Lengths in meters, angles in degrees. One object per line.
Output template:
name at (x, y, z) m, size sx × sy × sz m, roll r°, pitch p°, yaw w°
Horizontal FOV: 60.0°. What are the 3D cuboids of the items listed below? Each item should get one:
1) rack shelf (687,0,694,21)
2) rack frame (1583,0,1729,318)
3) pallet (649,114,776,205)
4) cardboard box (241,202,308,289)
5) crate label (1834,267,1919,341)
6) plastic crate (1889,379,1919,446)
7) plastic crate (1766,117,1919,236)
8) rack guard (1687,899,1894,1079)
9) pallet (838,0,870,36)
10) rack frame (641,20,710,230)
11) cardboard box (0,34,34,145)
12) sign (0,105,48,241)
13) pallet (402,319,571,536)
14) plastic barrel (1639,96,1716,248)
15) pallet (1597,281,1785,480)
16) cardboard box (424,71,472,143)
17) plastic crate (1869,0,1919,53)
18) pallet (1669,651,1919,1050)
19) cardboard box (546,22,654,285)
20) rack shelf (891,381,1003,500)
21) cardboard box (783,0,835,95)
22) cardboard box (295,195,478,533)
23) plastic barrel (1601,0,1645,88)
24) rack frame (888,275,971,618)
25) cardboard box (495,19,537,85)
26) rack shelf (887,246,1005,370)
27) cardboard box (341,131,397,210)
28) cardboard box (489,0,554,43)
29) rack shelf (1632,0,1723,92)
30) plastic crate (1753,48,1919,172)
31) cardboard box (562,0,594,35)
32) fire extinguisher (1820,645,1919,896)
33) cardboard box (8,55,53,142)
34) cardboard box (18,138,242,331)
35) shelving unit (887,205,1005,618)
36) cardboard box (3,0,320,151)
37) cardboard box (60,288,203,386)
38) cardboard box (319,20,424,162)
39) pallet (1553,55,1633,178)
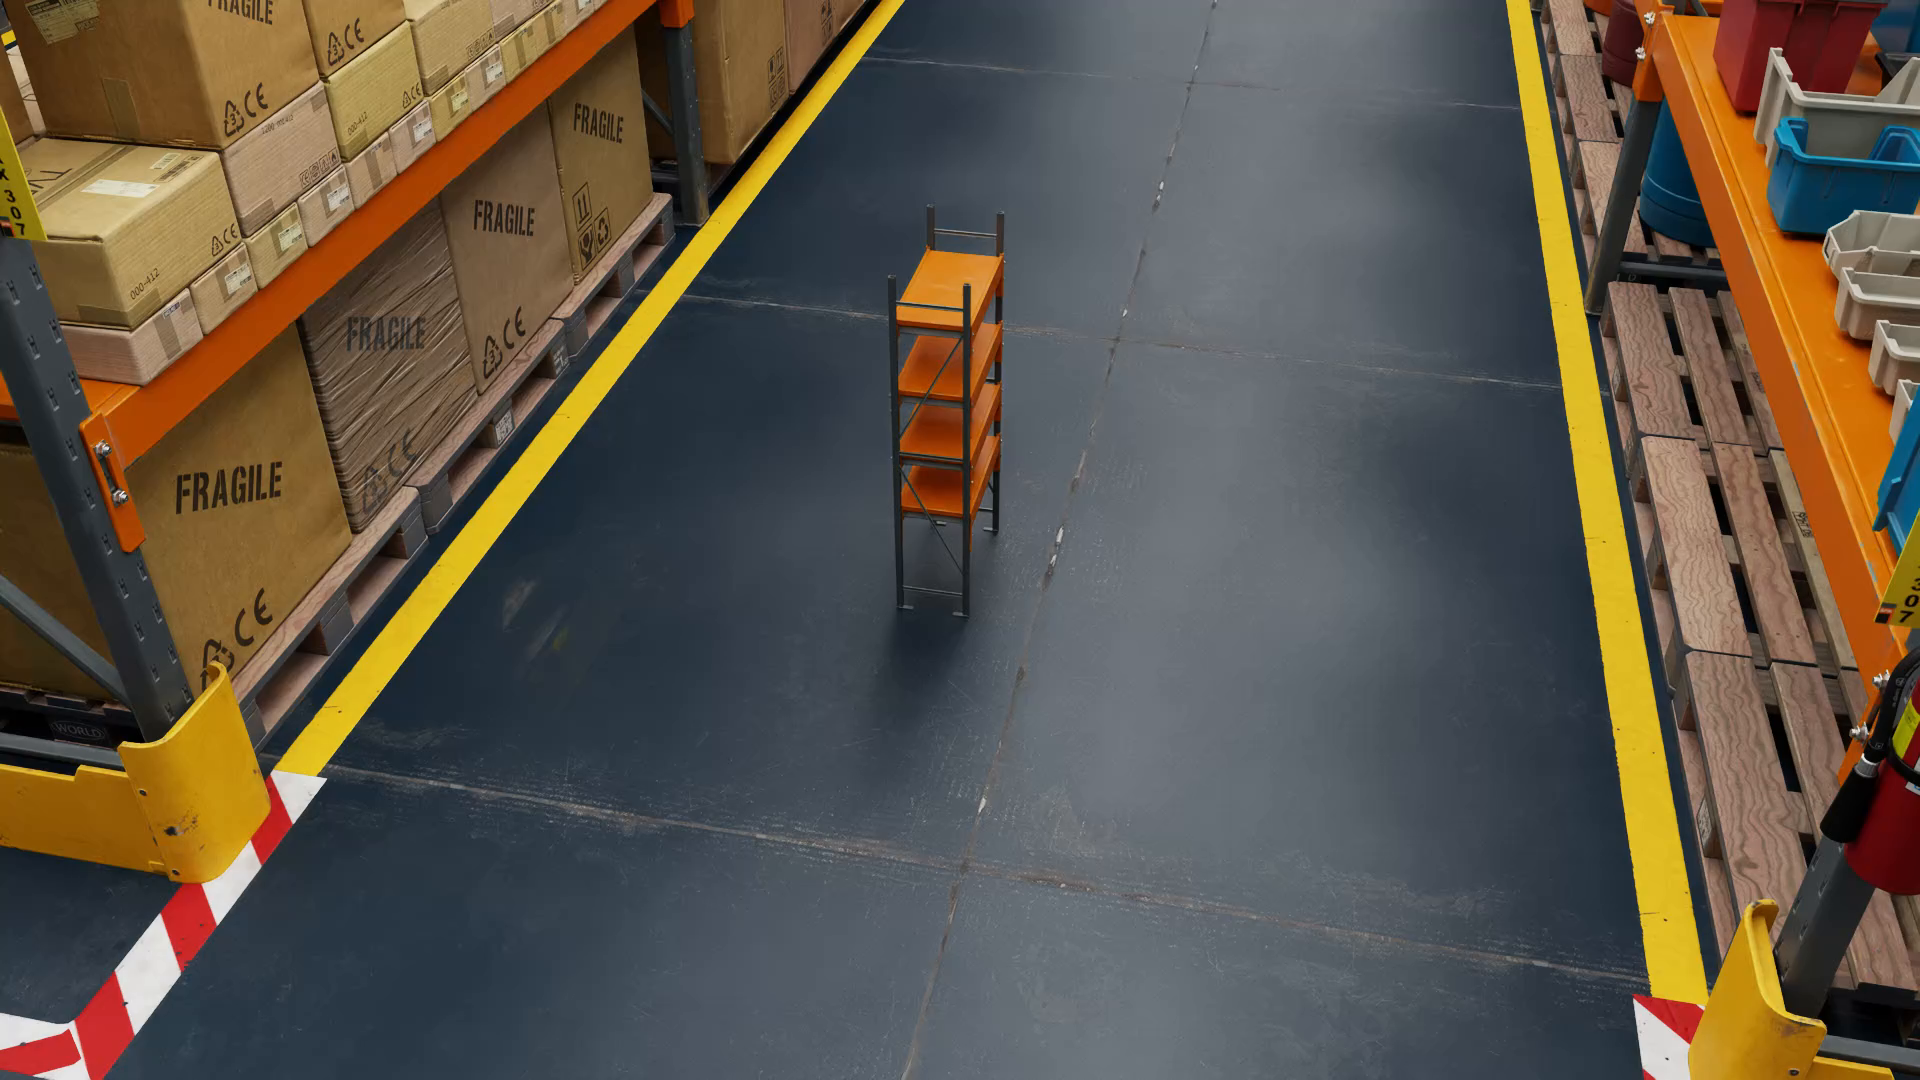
rack shelf at (-1.254, -3.615, 8.794) m, size 1.077 × 0.370 × 4.000 m, roll 7°, pitch 37°, yaw 10°
rack frame at (3.157, -2.139, 6.145) m, size 1.000 × 3.000 × 0.127 m, roll 7°, pitch 37°, yaw 10°
pallet at (-1.590, -2.082, 8.443) m, size 1.003 × 0.211 × 1.213 m, roll 7°, pitch 37°, yaw 10°
cardboard box at (-2.030, -0.821, 4.540) m, size 0.380 × 0.149 × 0.250 m, roll 6°, pitch 36°, yaw 9°
crate label at (2.412, -0.580, 4.168) m, size 0.396 × 0.136 × 0.243 m, roll 7°, pitch 37°, yaw 10°
plastic crate at (2.300, -0.253, 3.717) m, size 0.396 × 0.136 × 0.243 m, roll 7°, pitch 37°, yaw 10°
plastic crate at (2.491, -1.011, 4.681) m, size 0.416 × 0.233 × 0.300 m, roll 7°, pitch 37°, yaw 10°
rack guard at (2.311, 1.182, 3.693) m, size 1.175 × 0.500 × 0.348 m, roll 7°, pitch 37°, yaw 10°
pallet at (-1.069, -3.481, 10.373) m, size 1.003 × 0.211 × 1.213 m, roll 7°, pitch 37°, yaw 10°
rack frame at (-1.681, -2.759, 7.001) m, size 1.000 × 3.000 × 0.127 m, roll 7°, pitch 37°, yaw 10°
cardboard box at (-2.688, -1.142, 4.005) m, size 0.500 × 0.500 × 0.500 m, roll 8°, pitch 37°, yaw 11°
sign at (-1.995, -0.776, 3.459) m, size 0.100 × 0.325 × 0.005 m, roll 7°, pitch 37°, yaw 10°
pallet at (-2.179, -0.503, 6.264) m, size 1.003 × 0.211 × 1.213 m, roll 7°, pitch 37°, yaw 10°
plastic barrel at (3.290, -1.769, 7.065) m, size 0.600 × 0.901 × 0.708 m, roll 7°, pitch 37°, yaw 10°
pallet at (3.038, -0.583, 6.375) m, size 1.003 × 0.211 × 1.213 m, roll 7°, pitch 37°, yaw 10°
cardboard box at (-1.810, -1.409, 5.352) m, size 0.380 × 0.149 × 0.250 m, roll 6°, pitch 36°, yaw 9°
plastic crate at (3.391, -1.846, 5.703) m, size 0.392 × 0.384 × 0.575 m, roll 7°, pitch 37°, yaw 10°
pallet at (2.517, 0.816, 4.445) m, size 1.003 × 0.211 × 1.213 m, roll 7°, pitch 37°, yaw 10°
cardboard box at (-1.900, -1.701, 6.993) m, size 0.875 × 0.875 × 0.875 m, roll 7°, pitch 37°, yaw 10°
rack shelf at (-0.035, -0.336, 5.306) m, size 0.258 × 0.148 × 0.480 m, roll 7°, pitch 37°, yaw 10°
cardboard box at (-1.374, -2.951, 8.718) m, size 1.225 × 0.875 × 0.875 m, roll 6°, pitch 36°, yaw 8°
cardboard box at (-2.283, -0.675, 5.577) m, size 0.875 × 0.875 × 0.875 m, roll 7°, pitch 37°, yaw 10°
plastic barrel at (3.683, -2.695, 8.610) m, size 0.600 × 0.588 × 0.708 m, roll 7°, pitch 37°, yaw 10°
rack frame at (-0.087, -0.251, 5.074) m, size 0.240 × 1.200 × 0.015 m, roll 7°, pitch 37°, yaw 10°
cardboard box at (-1.701, -1.705, 5.761) m, size 0.380 × 0.149 × 0.250 m, roll 7°, pitch 36°, yaw 9°
rack shelf at (-0.035, -0.709, 5.036) m, size 0.258 × 0.148 × 0.480 m, roll 7°, pitch 37°, yaw 10°
cardboard box at (-1.920, -1.116, 4.948) m, size 0.380 × 0.149 × 0.250 m, roll 7°, pitch 36°, yaw 9°
cardboard box at (-1.736, -1.943, 5.750) m, size 0.500 × 0.250 × 0.500 m, roll 8°, pitch 37°, yaw 11°
rack shelf at (3.585, -2.994, 7.938) m, size 1.077 × 0.370 × 4.000 m, roll 7°, pitch 37°, yaw 10°
plastic crate at (2.651, -1.263, 4.986) m, size 0.437 × 0.282 × 0.530 m, roll 7°, pitch 37°, yaw 10°
cardboard box at (-1.591, -2.000, 6.167) m, size 0.380 × 0.149 × 0.250 m, roll 8°, pitch 37°, yaw 11°
fire extinguisher at (1.827, 0.366, 3.072) m, size 0.296 × 0.674 × 0.183 m, roll 7°, pitch 37°, yaw 10°
cardboard box at (-2.582, -1.128, 4.624) m, size 0.500 × 0.250 × 0.500 m, roll 7°, pitch 36°, yaw 9°
cardboard box at (-2.169, -0.767, 4.127) m, size 0.500 × 0.250 × 0.500 m, roll 6°, pitch 36°, yaw 9°
shelving unit at (-0.035, -0.391, 5.267) m, size 0.258 × 1.200 × 0.503 m, roll 7°, pitch 37°, yaw 10°
cardboard box at (-2.063, -1.358, 4.302) m, size 0.500 × 0.500 × 0.500 m, roll 6°, pitch 36°, yaw 9°
cardboard box at (-2.137, -0.527, 4.135) m, size 0.380 × 0.149 × 0.250 m, roll 8°, pitch 37°, yaw 10°
cardboard box at (-1.954, -1.354, 4.936) m, size 0.500 × 0.250 × 0.500 m, roll 6°, pitch 36°, yaw 8°
pallet at (3.621, -2.148, 8.534) m, size 1.003 × 0.211 × 1.213 m, roll 7°, pitch 37°, yaw 10°
